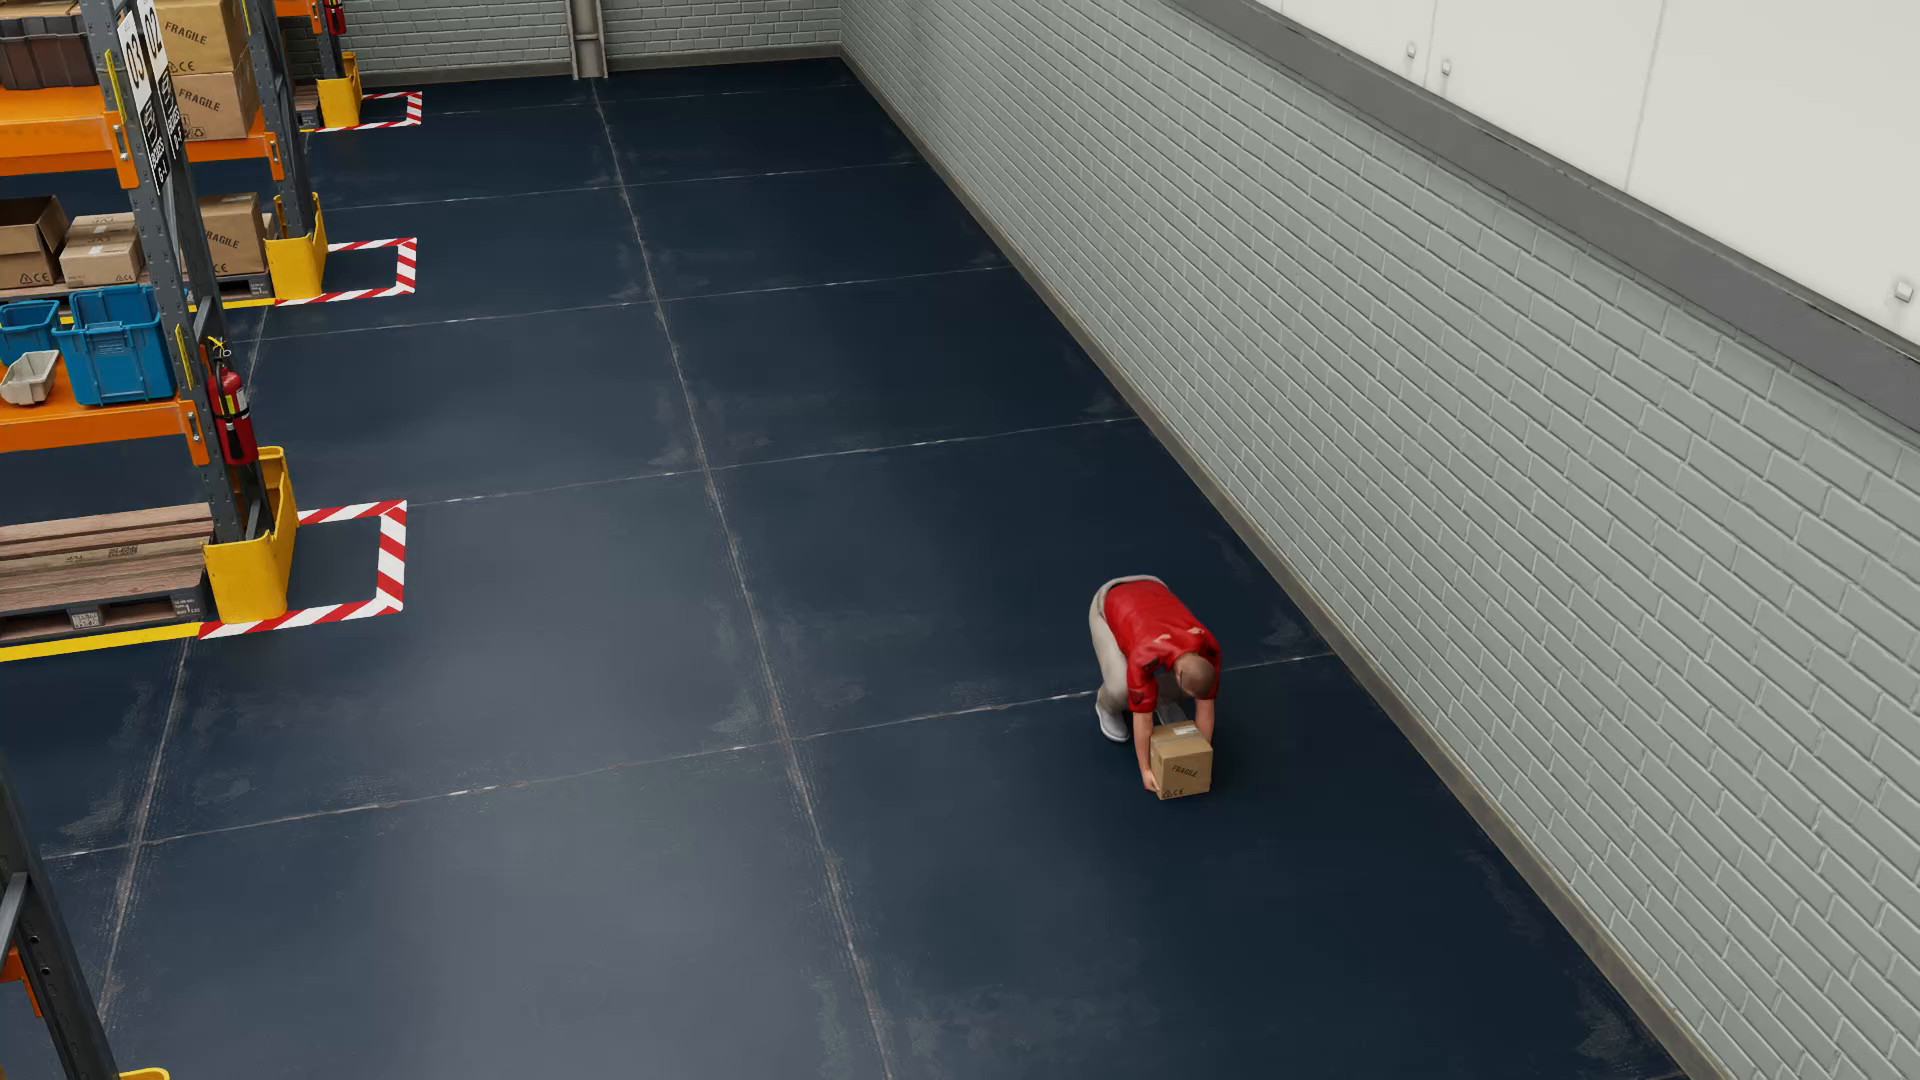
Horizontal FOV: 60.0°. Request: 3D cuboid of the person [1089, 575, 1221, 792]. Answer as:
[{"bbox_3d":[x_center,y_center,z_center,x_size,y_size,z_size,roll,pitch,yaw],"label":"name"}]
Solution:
[{"bbox_3d":[0.957,0.663,8.066,0.536,0.814,0.954,-9,31,-15],"label":"person"}]
